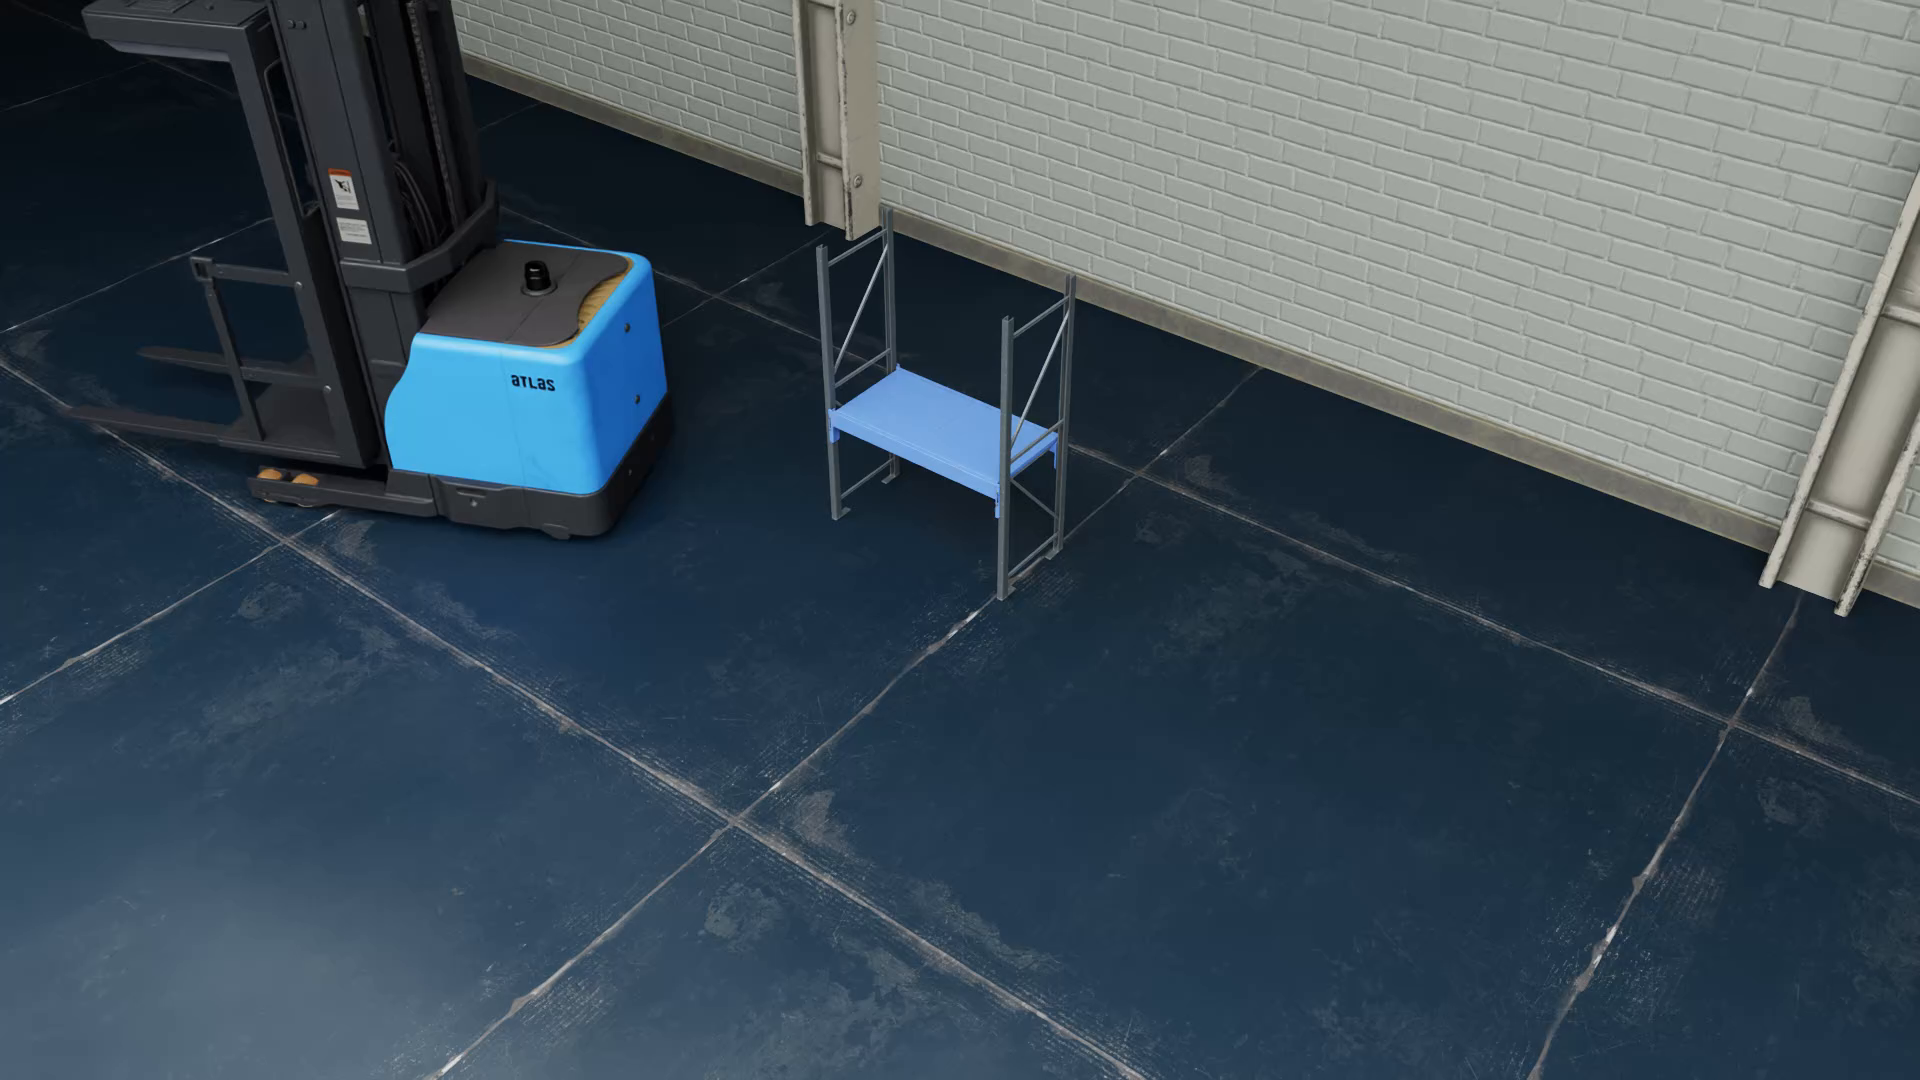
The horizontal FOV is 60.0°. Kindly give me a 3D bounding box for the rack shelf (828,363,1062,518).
[{"bbox_3d":[-0.068,-0.481,7.800,1.000,0.185,0.538,25,45,29],"label":"rack shelf"}]

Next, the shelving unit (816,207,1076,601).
[{"bbox_3d":[-0.068,-0.622,7.689,1.048,1.500,0.538,25,45,29],"label":"shelving unit"}]

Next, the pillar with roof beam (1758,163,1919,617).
[{"bbox_3d":[1.401,-1.228,2.380,0.400,9.000,9.100,25,45,29],"label":"pillar with roof beam"}]

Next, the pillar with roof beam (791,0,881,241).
[{"bbox_3d":[-3.365,-3.475,5.250,0.400,9.000,9.100,25,45,29],"label":"pillar with roof beam"}]

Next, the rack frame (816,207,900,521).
[{"bbox_3d":[-0.472,-0.813,7.932,0.032,1.500,0.500,25,45,29],"label":"rack frame"}]

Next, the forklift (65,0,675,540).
[{"bbox_3d":[-3.071,-1.624,7.808,3.031,2.935,1.130,8,39,10],"label":"forklift"}]

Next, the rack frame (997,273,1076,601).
[{"bbox_3d":[0.336,-0.432,7.446,0.032,1.500,0.500,25,45,29],"label":"rack frame"}]
